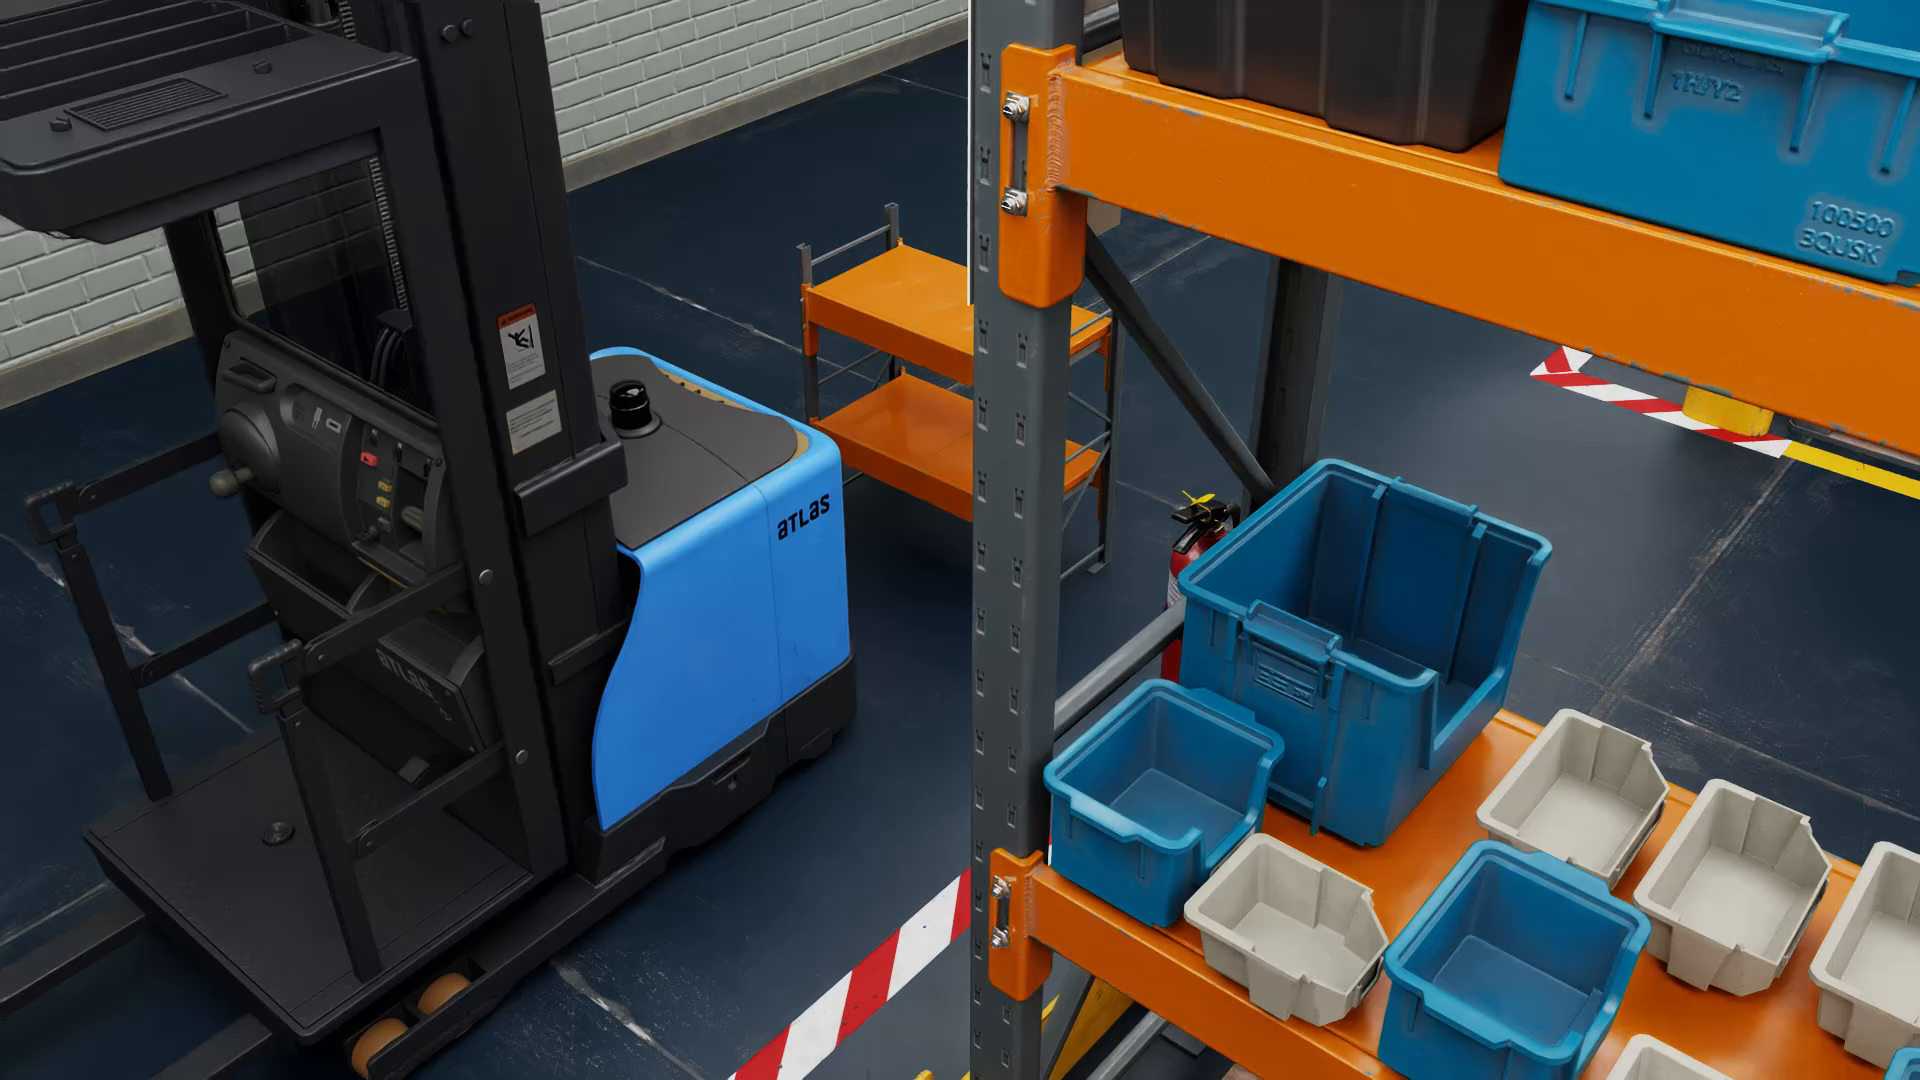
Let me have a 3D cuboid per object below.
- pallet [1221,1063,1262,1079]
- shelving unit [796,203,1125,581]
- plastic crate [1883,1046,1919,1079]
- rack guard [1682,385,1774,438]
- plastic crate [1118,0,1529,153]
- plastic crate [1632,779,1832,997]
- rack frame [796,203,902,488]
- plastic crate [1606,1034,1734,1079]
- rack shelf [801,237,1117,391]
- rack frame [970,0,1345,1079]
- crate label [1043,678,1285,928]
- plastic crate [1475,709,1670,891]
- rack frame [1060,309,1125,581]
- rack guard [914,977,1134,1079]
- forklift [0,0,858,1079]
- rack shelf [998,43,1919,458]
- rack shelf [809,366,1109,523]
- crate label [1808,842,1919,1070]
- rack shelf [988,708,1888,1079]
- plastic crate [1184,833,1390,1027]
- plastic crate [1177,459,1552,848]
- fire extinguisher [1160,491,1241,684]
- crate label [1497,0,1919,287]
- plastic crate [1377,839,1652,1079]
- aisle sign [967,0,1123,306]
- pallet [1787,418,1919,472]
[{"bbox_3d":[0.993,1.668,3.634,1.213,0.211,1.003,25,42,32],"label":"pallet"},{"bbox_3d":[-0.005,-0.466,5.935,1.048,1.125,0.538,25,42,32],"label":"shelving unit"},{"bbox_3d":[1.375,0.957,2.302,0.300,0.233,0.416,25,42,32],"label":"plastic crate"},{"bbox_3d":[3.535,-0.930,7.162,0.348,0.500,1.175,25,42,32],"label":"rack guard"},{"bbox_3d":[0.502,-0.719,2.113,0.590,0.269,0.497,25,42,32],"label":"plastic crate"},{"bbox_3d":[1.340,0.615,2.885,0.243,0.136,0.396,25,42,32],"label":"plastic crate"},{"bbox_3d":[-0.396,-0.650,6.203,0.032,1.125,0.500,25,42,32],"label":"rack frame"},{"bbox_3d":[1.078,0.918,2.444,0.298,0.136,0.250,25,42,32],"label":"plastic crate"},{"bbox_3d":[-0.005,-0.707,5.769,1.000,0.278,0.538,25,42,32],"label":"rack shelf"},{"bbox_3d":[0.384,0.203,3.304,0.127,3.000,1.000,25,42,32],"label":"rack frame"},{"bbox_3d":[0.363,0.480,2.996,0.303,0.233,0.416,25,42,32],"label":"crate label"},{"bbox_3d":[1.127,0.504,3.047,0.243,0.136,0.396,25,42,32],"label":"plastic crate"},{"bbox_3d":[0.385,-0.282,5.667,0.032,1.125,0.500,25,42,32],"label":"rack frame"},{"bbox_3d":[0.357,1.231,4.016,0.348,0.500,1.175,25,42,32],"label":"rack guard"},{"bbox_3d":[-1.656,-0.144,3.870,1.130,2.935,3.031,25,42,32],"label":"forklift"},{"bbox_3d":[1.921,-0.012,1.604,4.000,0.370,1.077,25,42,32],"label":"rack shelf"},{"bbox_3d":[-0.005,-0.265,6.074,1.000,0.278,0.538,25,42,32],"label":"rack shelf"},{"bbox_3d":[1.570,0.705,2.753,0.243,0.136,0.396,25,42,32],"label":"crate label"},{"bbox_3d":[1.921,1.224,2.453,4.000,0.370,1.077,25,42,32],"label":"rack shelf"},{"bbox_3d":[0.557,0.672,2.802,0.298,0.136,0.250,25,42,32],"label":"plastic crate"},{"bbox_3d":[0.761,0.204,3.219,0.499,0.435,0.616,25,42,32],"label":"plastic crate"},{"bbox_3d":[0.559,0.137,3.799,0.183,0.674,0.296,25,42,32],"label":"fire extinguisher"},{"bbox_3d":[0.886,-0.497,1.806,0.502,0.251,0.408,25,42,32],"label":"crate label"},{"bbox_3d":[0.869,0.719,2.649,0.300,0.233,0.416,25,42,32],"label":"plastic crate"},{"bbox_3d":[0.139,-0.765,2.418,0.004,0.787,0.394,25,42,32],"label":"aisle sign"},{"bbox_3d":[4.218,-0.547,6.859,1.213,0.211,1.003,25,42,32],"label":"pallet"}]
